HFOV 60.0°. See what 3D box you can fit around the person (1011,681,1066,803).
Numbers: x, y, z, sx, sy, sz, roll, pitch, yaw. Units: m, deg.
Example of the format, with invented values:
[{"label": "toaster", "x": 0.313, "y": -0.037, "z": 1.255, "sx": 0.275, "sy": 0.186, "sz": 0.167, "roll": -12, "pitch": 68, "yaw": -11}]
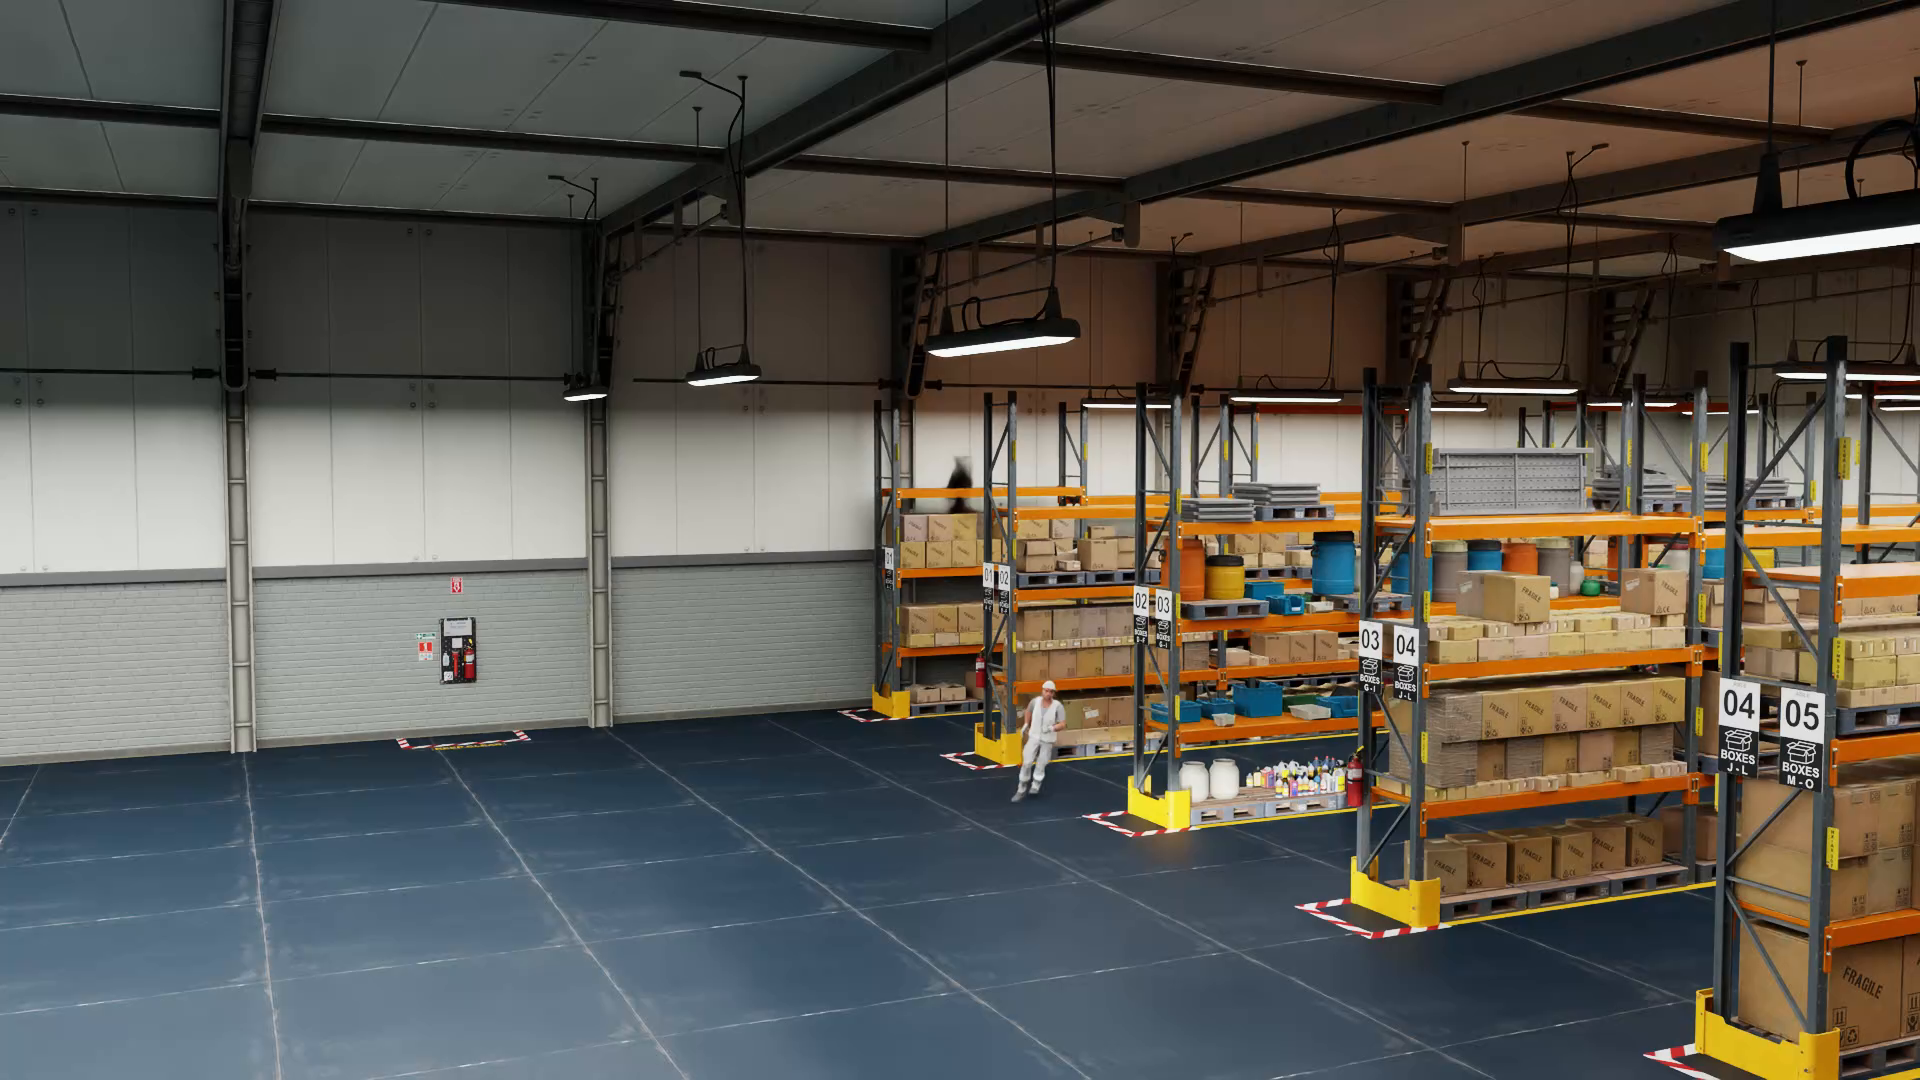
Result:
[{"label": "person", "x": 1.152, "y": 2.878, "z": 23.923, "sx": 0.770, "sy": 1.750, "sz": 0.804, "roll": 1, "pitch": 3, "yaw": 11}]
